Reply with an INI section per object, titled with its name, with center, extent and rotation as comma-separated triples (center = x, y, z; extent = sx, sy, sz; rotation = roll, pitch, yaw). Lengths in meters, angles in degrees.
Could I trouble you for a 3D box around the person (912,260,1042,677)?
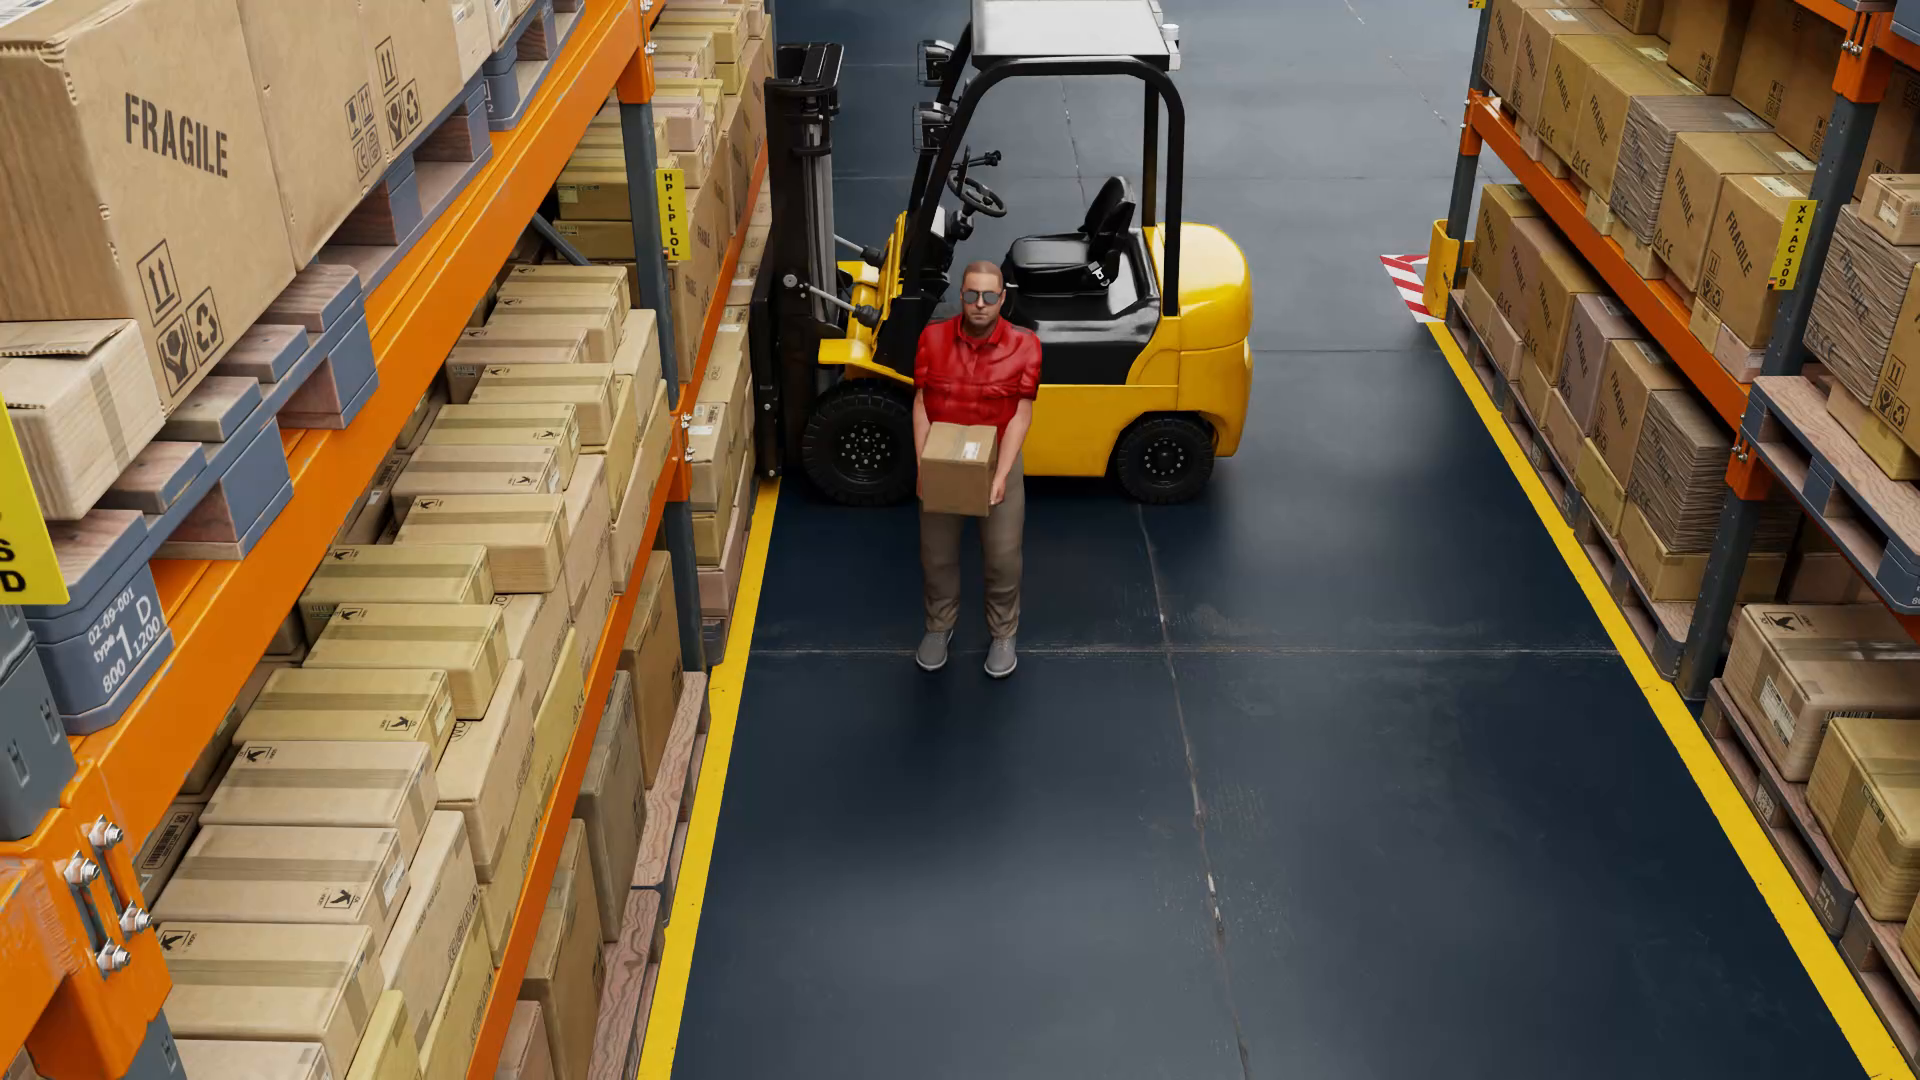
[person]
center = 0.048, -0.225, 6.527
extent = 0.496, 1.715, 0.530
rotation = 5, 32, 8
